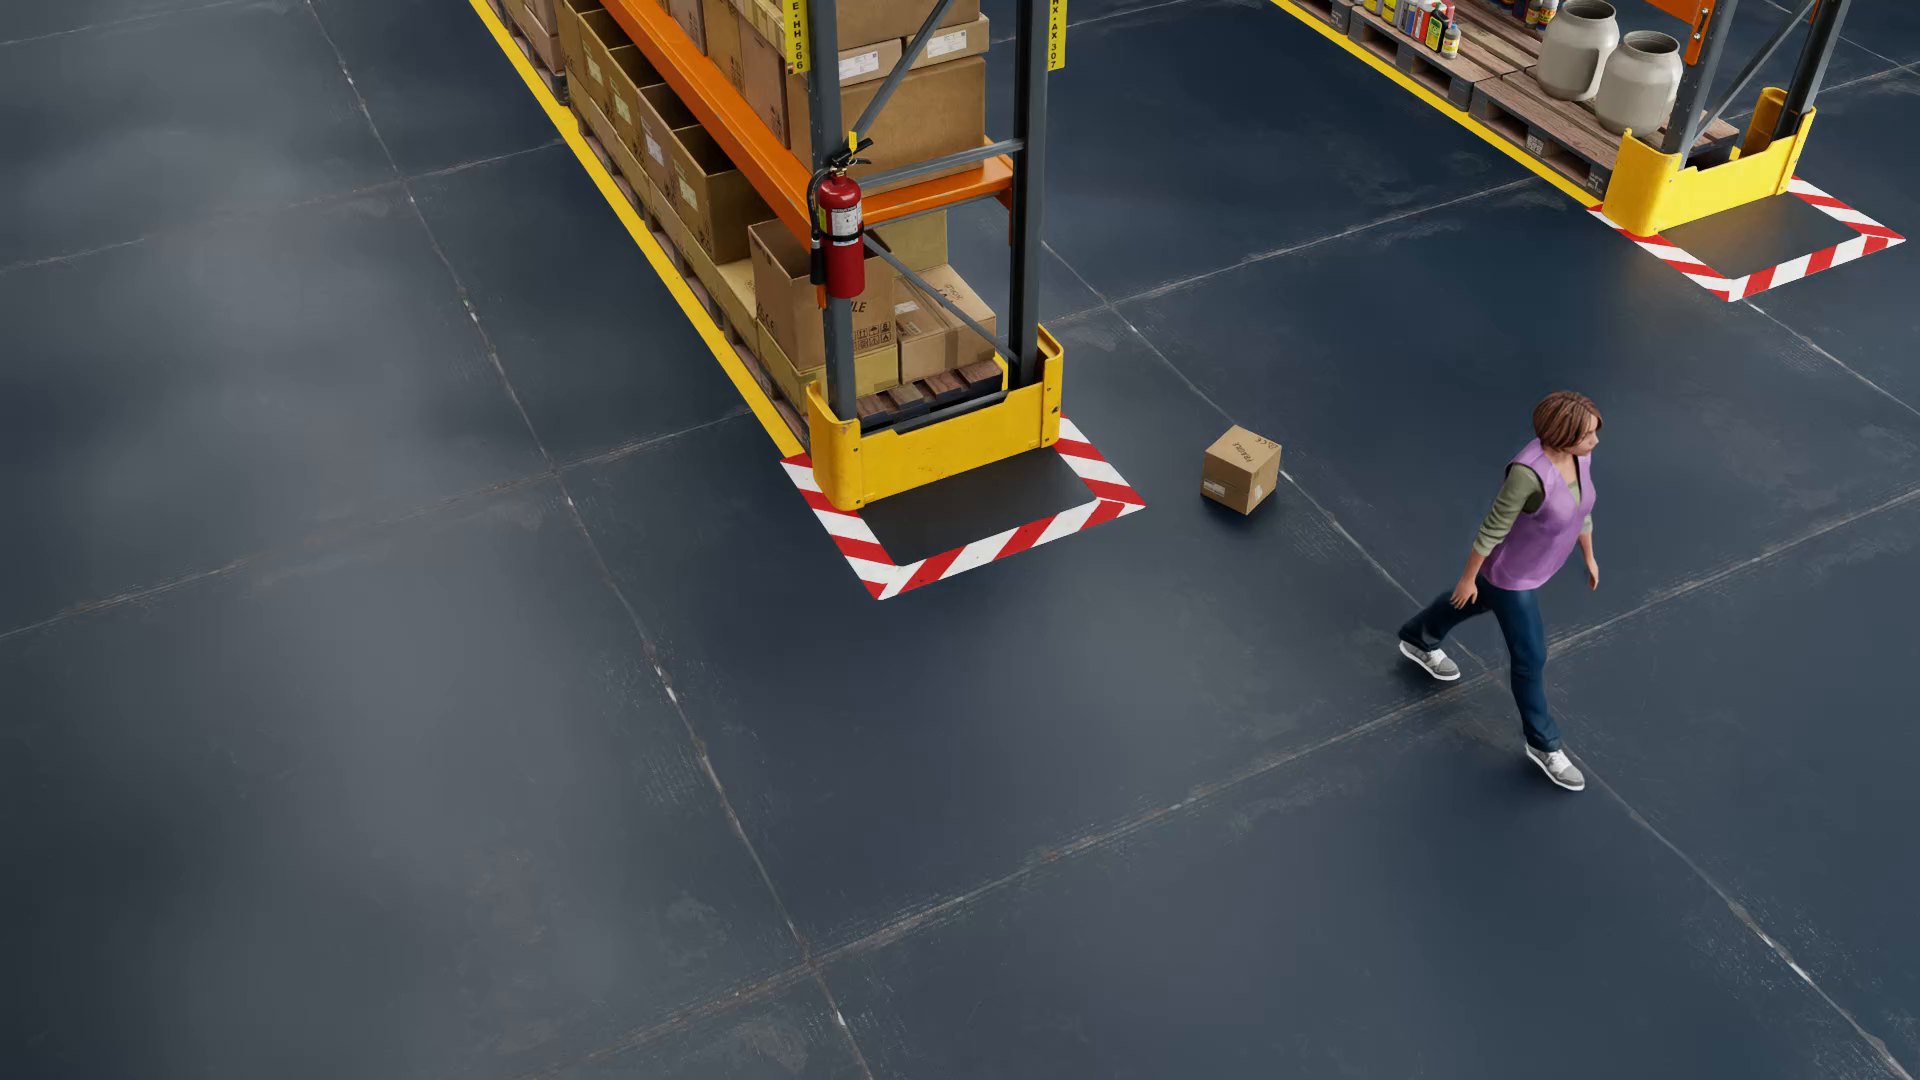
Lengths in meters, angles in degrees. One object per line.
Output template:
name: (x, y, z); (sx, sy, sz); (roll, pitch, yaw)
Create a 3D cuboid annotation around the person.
person: (2.080, 0.110, 6.033); (0.479, 1.549, 0.926); (-34, 52, -32)
